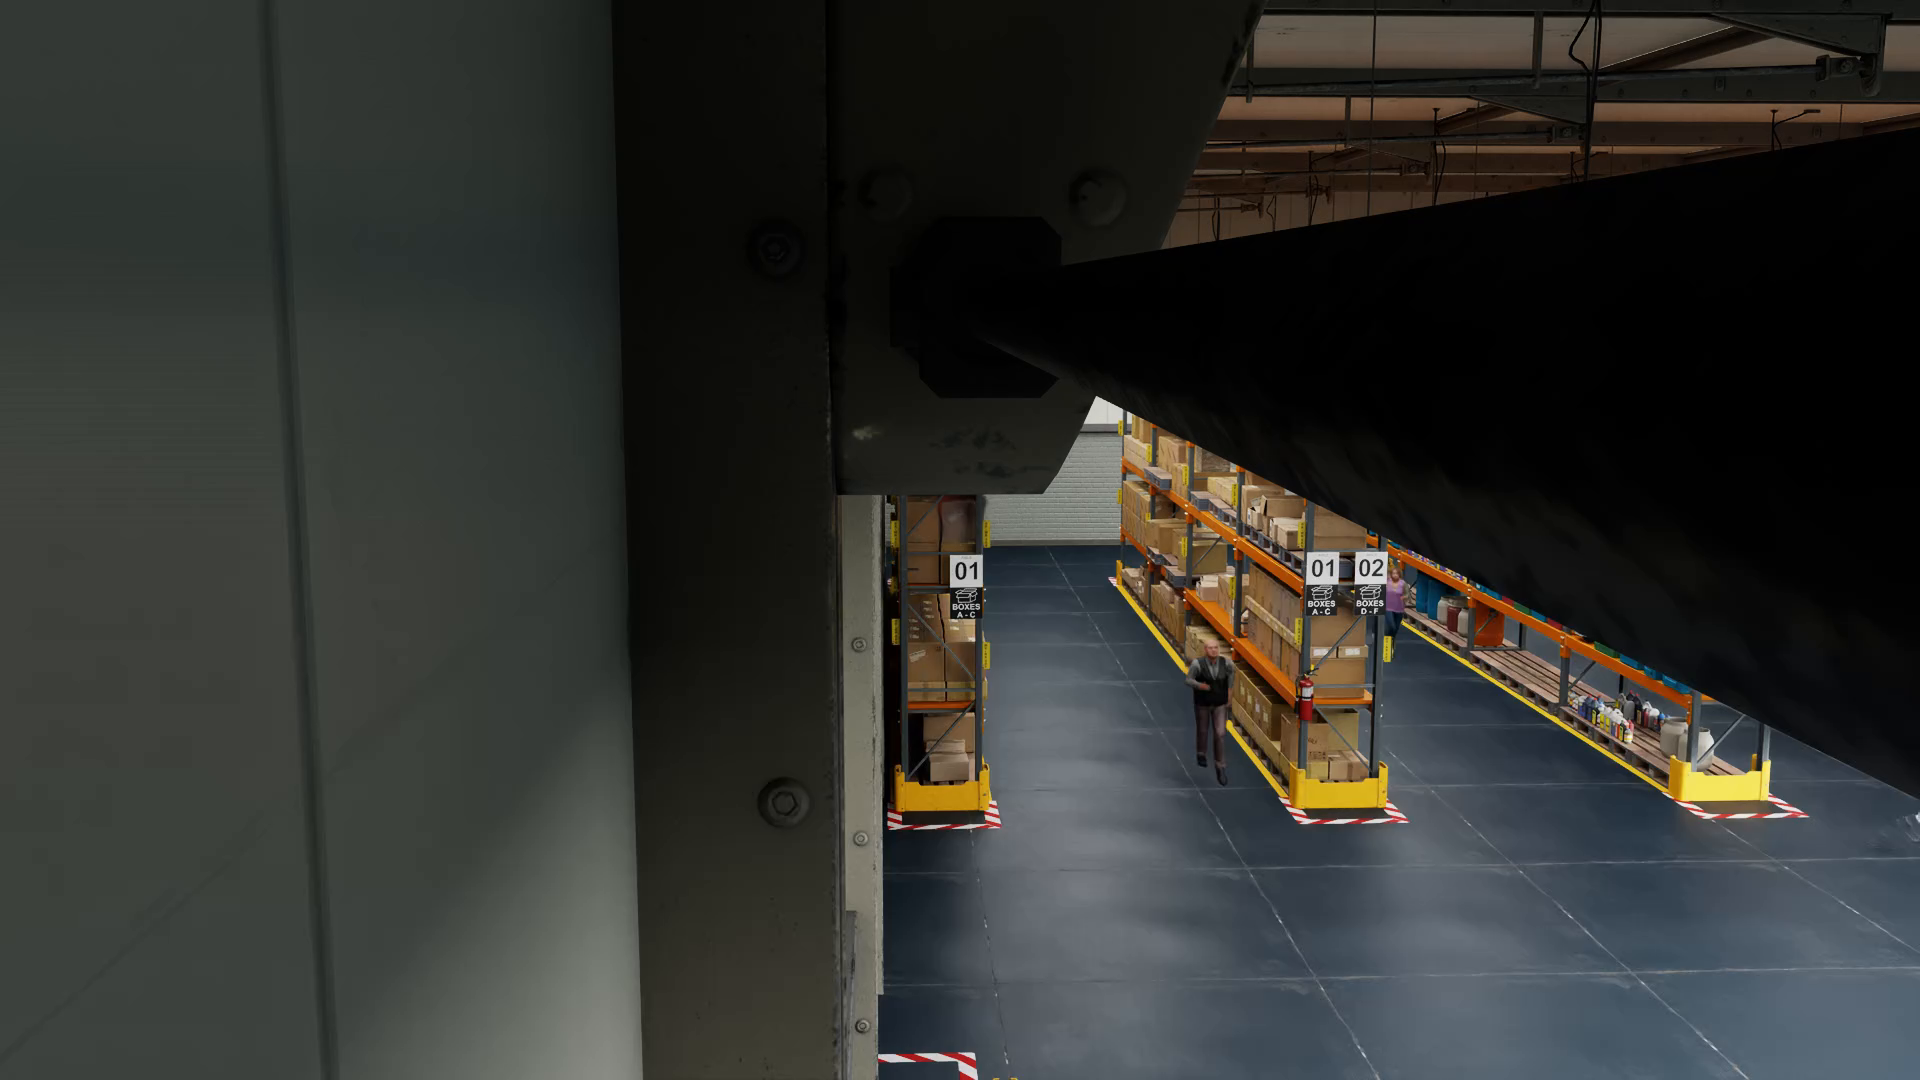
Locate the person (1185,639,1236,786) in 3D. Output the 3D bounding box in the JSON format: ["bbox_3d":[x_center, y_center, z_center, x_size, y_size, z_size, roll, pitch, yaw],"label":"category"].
[{"bbox_3d":[3.165,2.128,21.035,0.673,1.805,0.801,0,8,0],"label":"person"}]

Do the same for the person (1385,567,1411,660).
[{"bbox_3d":[7.595,1.291,29.063,0.507,1.620,0.704,1,8,4],"label":"person"}]
